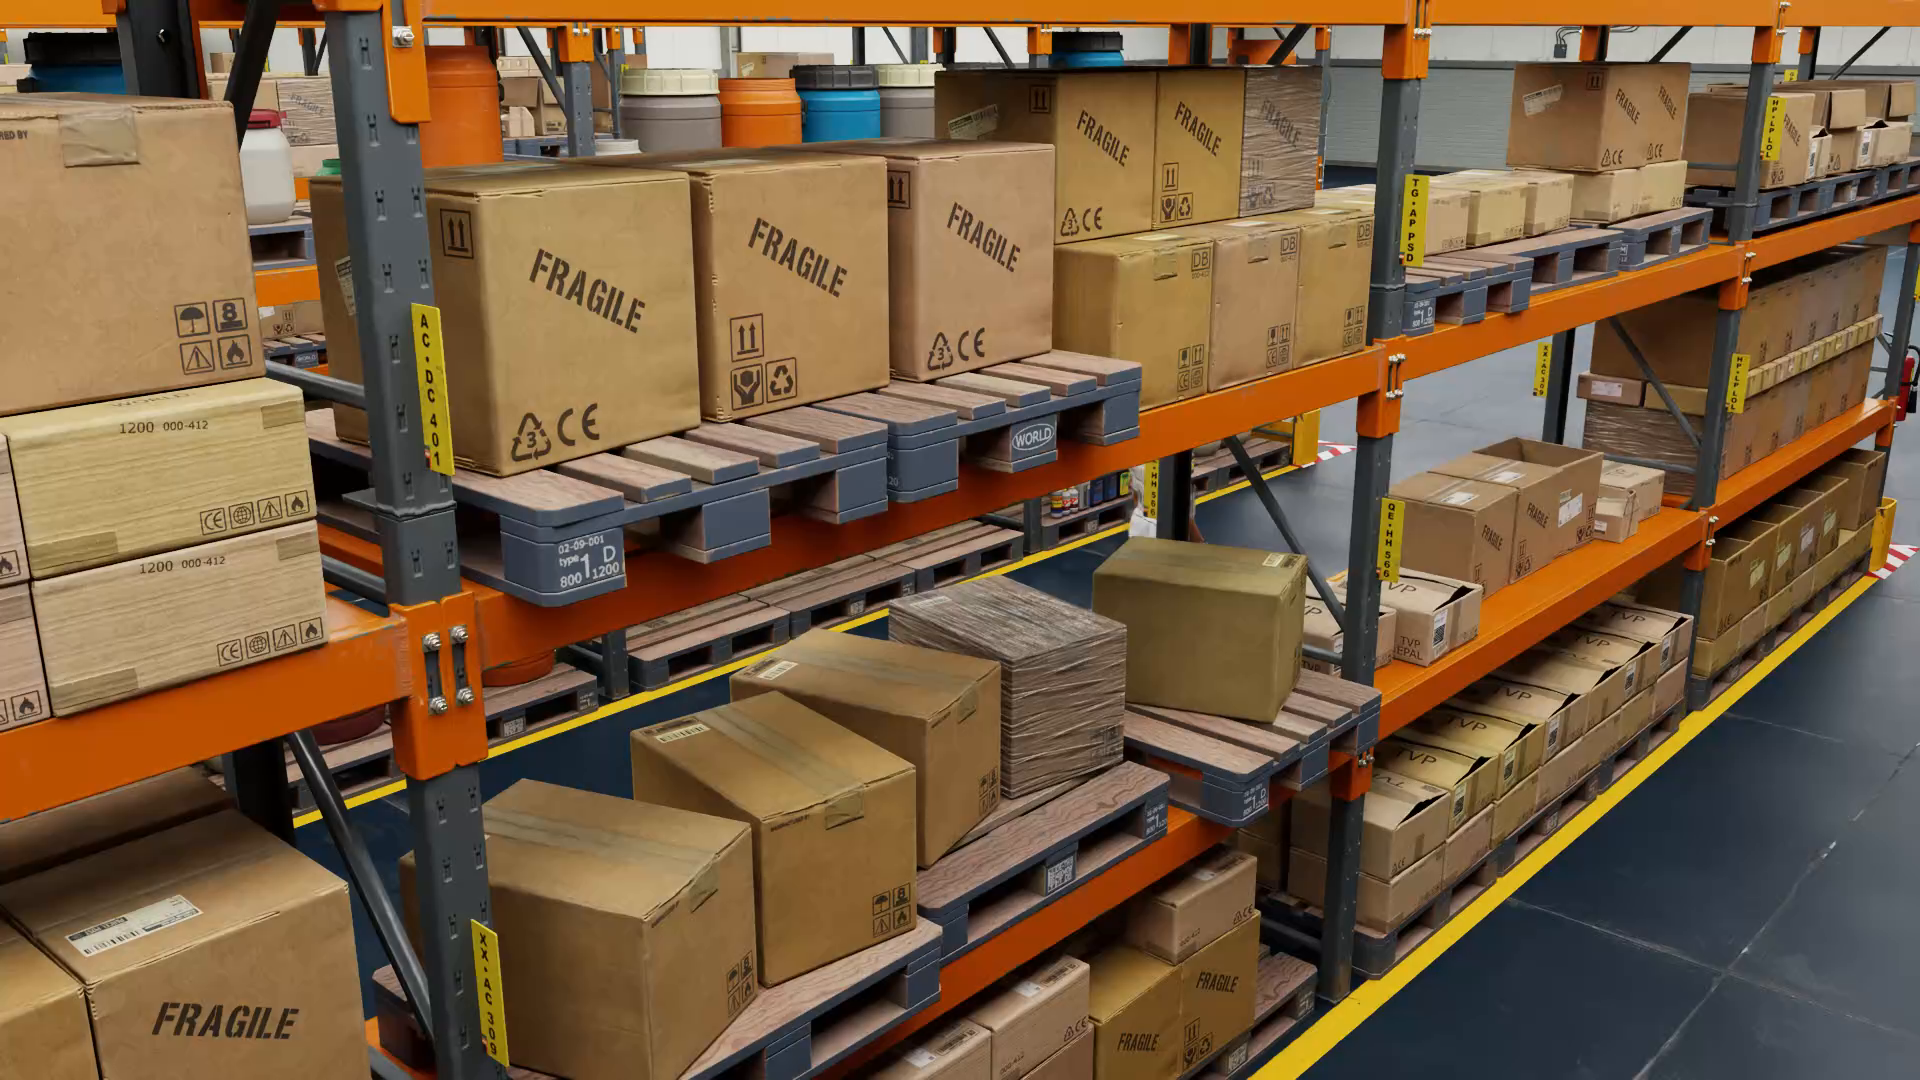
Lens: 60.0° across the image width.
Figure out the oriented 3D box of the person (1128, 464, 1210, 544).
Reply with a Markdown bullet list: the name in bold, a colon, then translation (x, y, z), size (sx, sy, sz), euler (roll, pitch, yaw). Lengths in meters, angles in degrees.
- **person**: translation (1.359, 0.001, 10.517), size (0.567, 1.650, 0.534), euler (-7, 18, -22)
